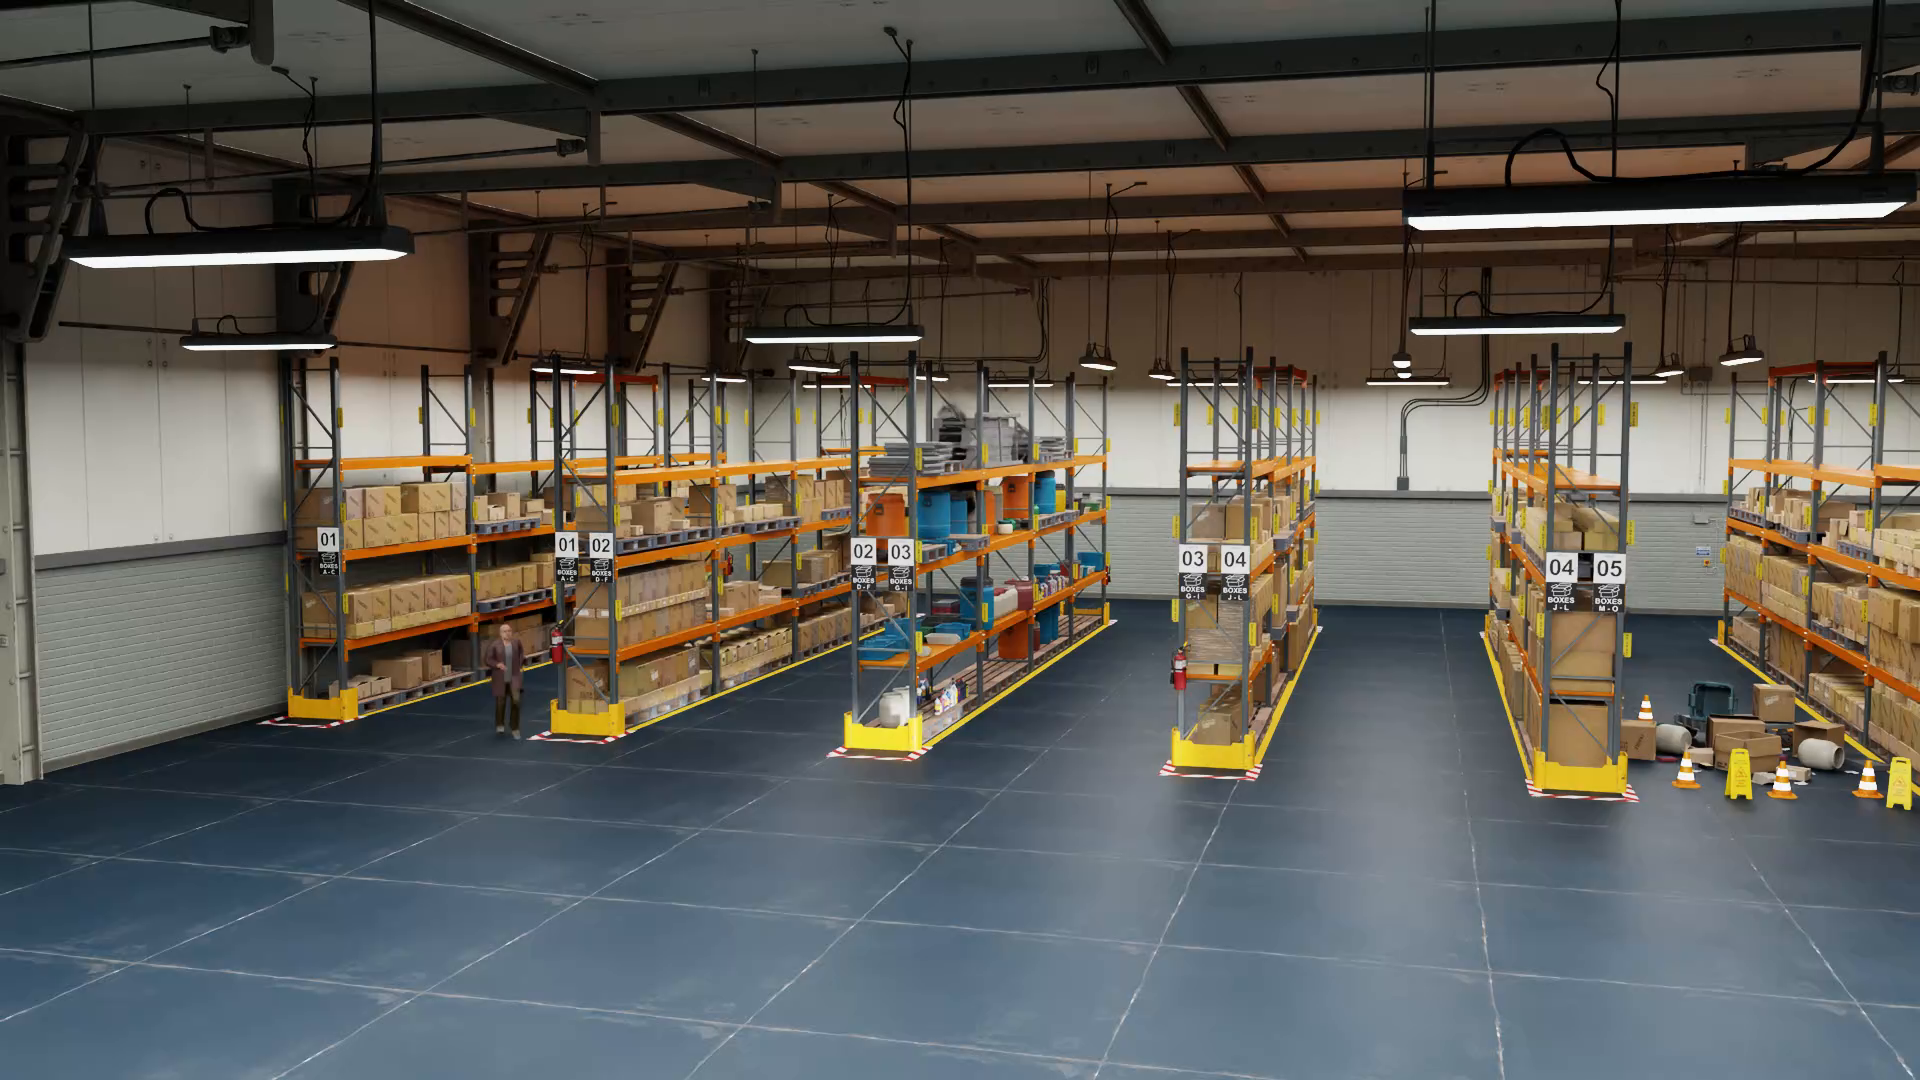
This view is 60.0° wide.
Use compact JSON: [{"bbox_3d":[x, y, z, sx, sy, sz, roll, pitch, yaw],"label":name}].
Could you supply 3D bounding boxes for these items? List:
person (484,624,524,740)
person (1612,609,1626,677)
[{"bbox_3d":[-7.107,2.225,25.990,0.654,1.846,0.877,-2,5,-24],"label":"person"},{"bbox_3d":[12.480,1.776,31.959,0.635,1.753,0.907,1,4,10],"label":"person"}]
